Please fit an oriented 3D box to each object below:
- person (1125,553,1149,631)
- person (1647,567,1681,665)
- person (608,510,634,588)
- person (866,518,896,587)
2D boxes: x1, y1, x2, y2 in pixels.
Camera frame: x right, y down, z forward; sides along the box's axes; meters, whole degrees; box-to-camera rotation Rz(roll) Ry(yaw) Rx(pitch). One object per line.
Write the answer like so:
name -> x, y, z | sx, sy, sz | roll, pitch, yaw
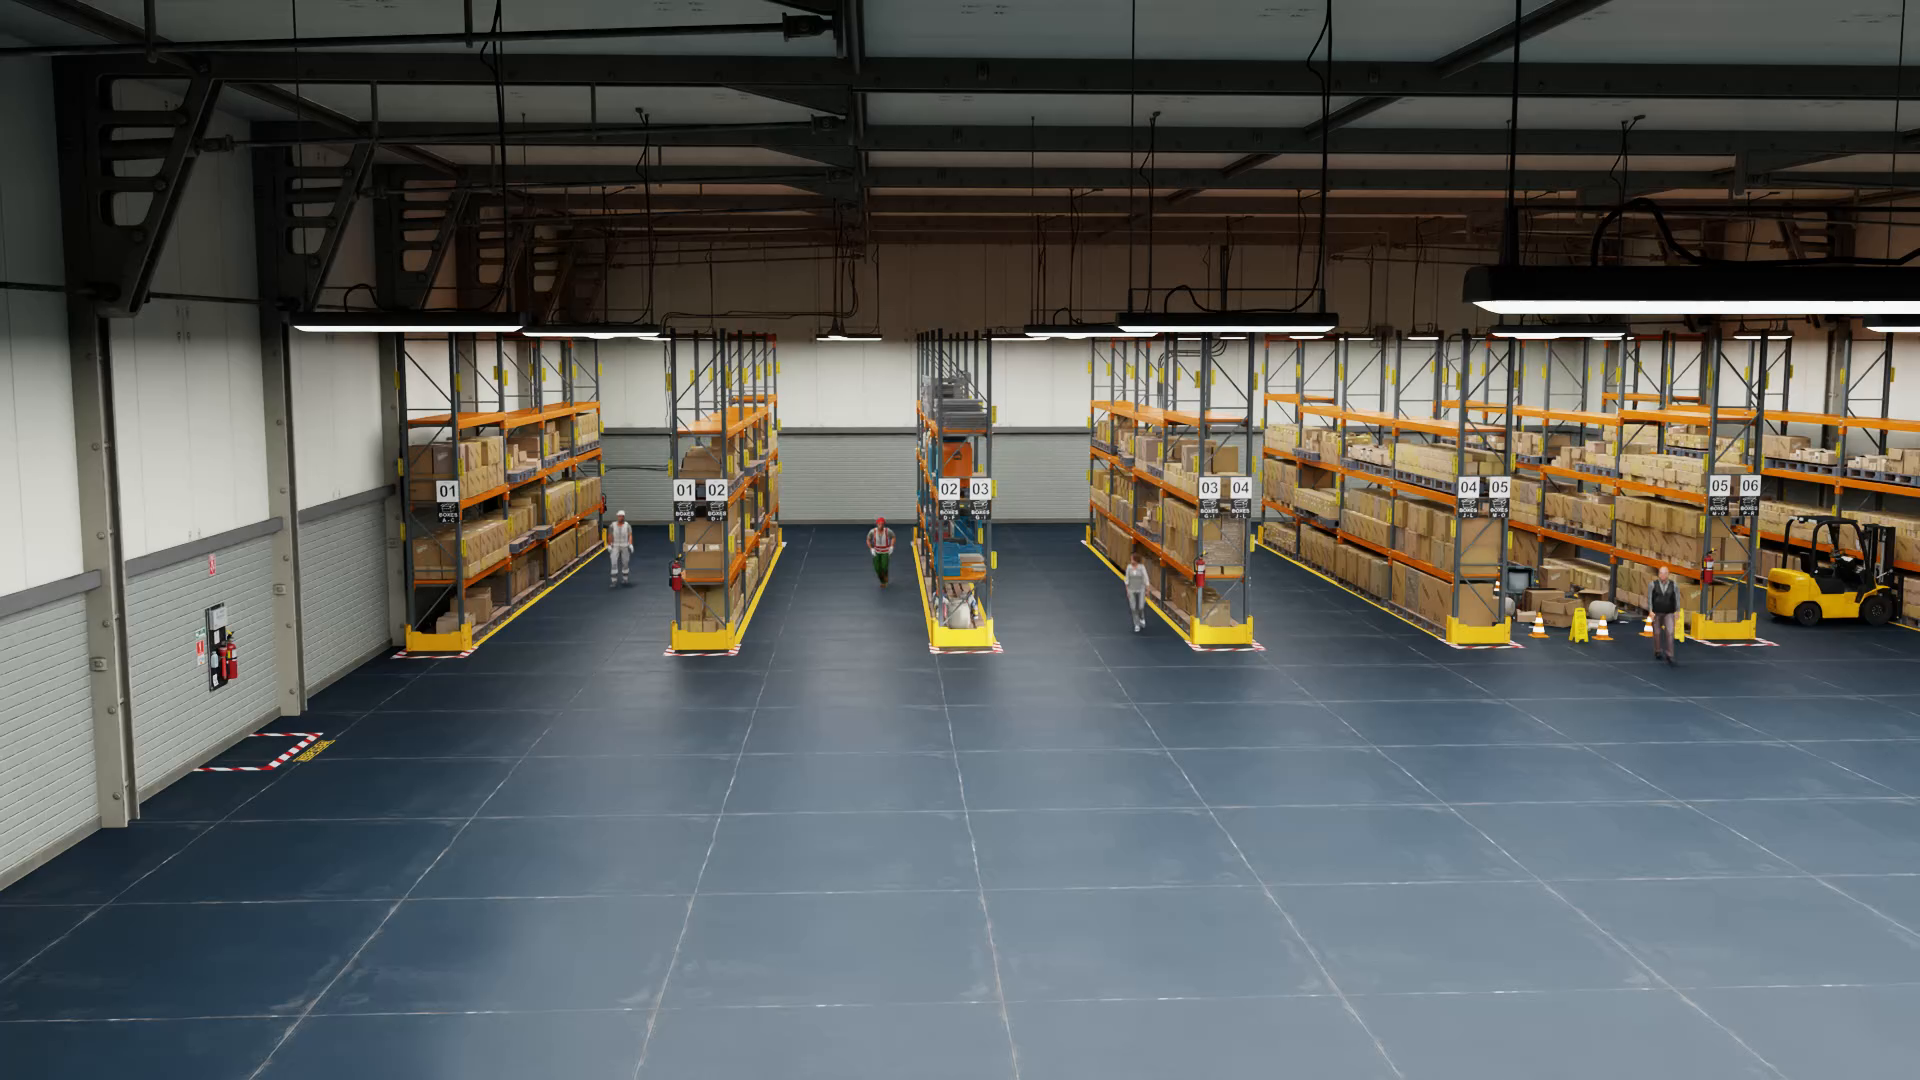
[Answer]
person -> 3.544, 1.035, 33.249 | 0.498, 1.579, 0.455 | 2, 7, 15
person -> 12.695, 1.332, 30.024 | 0.573, 1.696, 0.845 | 3, 7, 26
person -> -8.051, 0.201, 39.420 | 0.642, 1.812, 0.745 | 0, 7, -2
person -> -1.862, 0.289, 39.111 | 0.660, 1.681, 0.659 | 1, 7, 9
